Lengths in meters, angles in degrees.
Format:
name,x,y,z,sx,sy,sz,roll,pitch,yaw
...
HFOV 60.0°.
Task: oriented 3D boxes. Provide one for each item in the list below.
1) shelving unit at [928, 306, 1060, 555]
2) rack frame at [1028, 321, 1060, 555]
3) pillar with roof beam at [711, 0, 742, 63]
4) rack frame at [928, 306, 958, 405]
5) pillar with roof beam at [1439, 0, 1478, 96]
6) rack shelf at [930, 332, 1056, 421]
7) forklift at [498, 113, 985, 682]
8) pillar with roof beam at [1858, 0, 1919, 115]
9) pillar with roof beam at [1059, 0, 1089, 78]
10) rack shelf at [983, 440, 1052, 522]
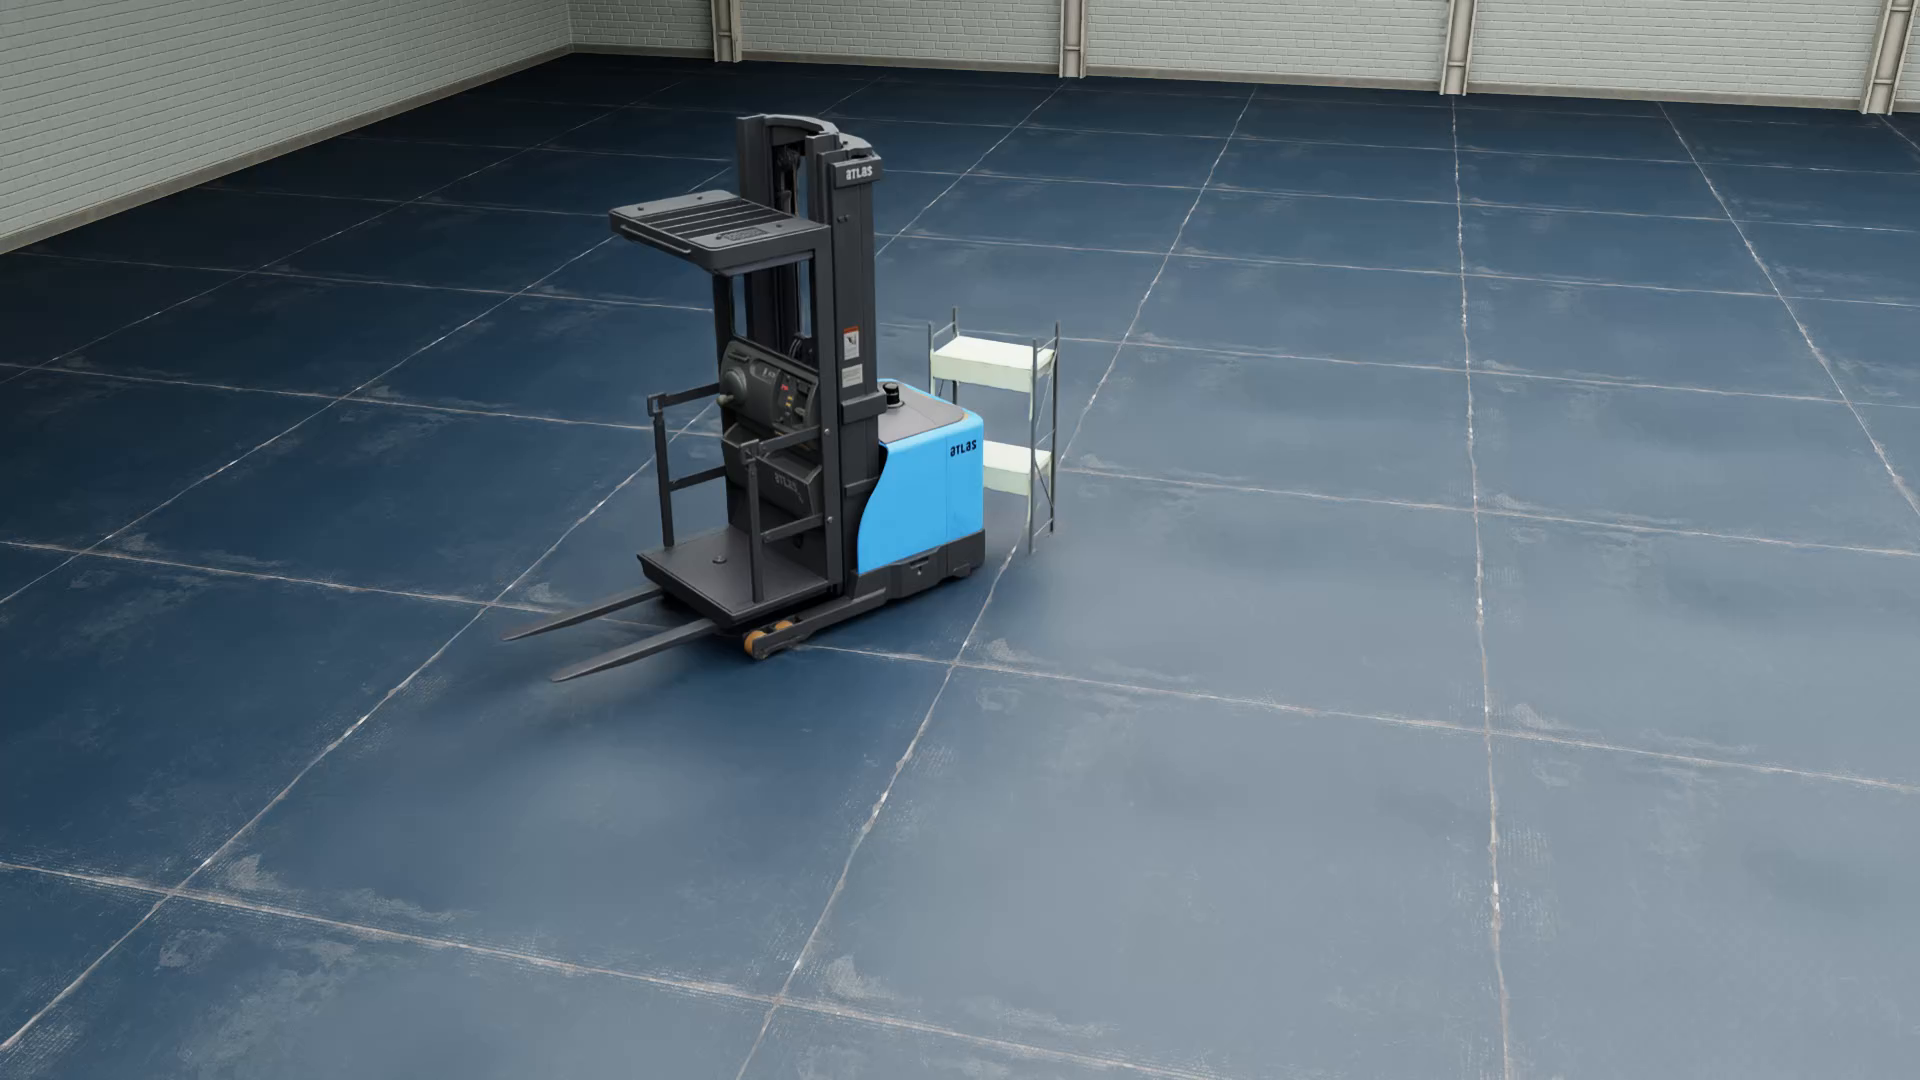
name,x,y,z,sx,sy,sz,roll,pitch,yaw
shelving unit,0.220,-0.723,11.024,0.755,1.500,0.431,12,28,23
rack frame,0.551,-0.655,10.882,0.023,1.500,0.400,12,28,23
pillar with roof beam,-5.043,-10.495,22.826,0.400,9.000,9.100,6,26,13
rack frame,-0.111,-0.790,11.165,0.023,1.500,0.400,12,28,23
pillar with roof beam,6.579,-9.210,20.128,0.400,9.000,9.100,6,26,13
rack shelf,0.220,-1.075,10.856,0.720,0.370,0.431,12,28,23
forklift,-1.288,-0.876,9.680,3.031,2.935,1.130,-20,32,-36
pillar with roof beam,12.390,-8.568,18.778,0.400,9.000,9.100,6,26,13
pillar with roof beam,0.768,-9.853,21.477,0.400,9.000,9.100,6,26,13
rack shelf,0.220,-0.429,11.164,0.720,0.370,0.431,12,28,23
